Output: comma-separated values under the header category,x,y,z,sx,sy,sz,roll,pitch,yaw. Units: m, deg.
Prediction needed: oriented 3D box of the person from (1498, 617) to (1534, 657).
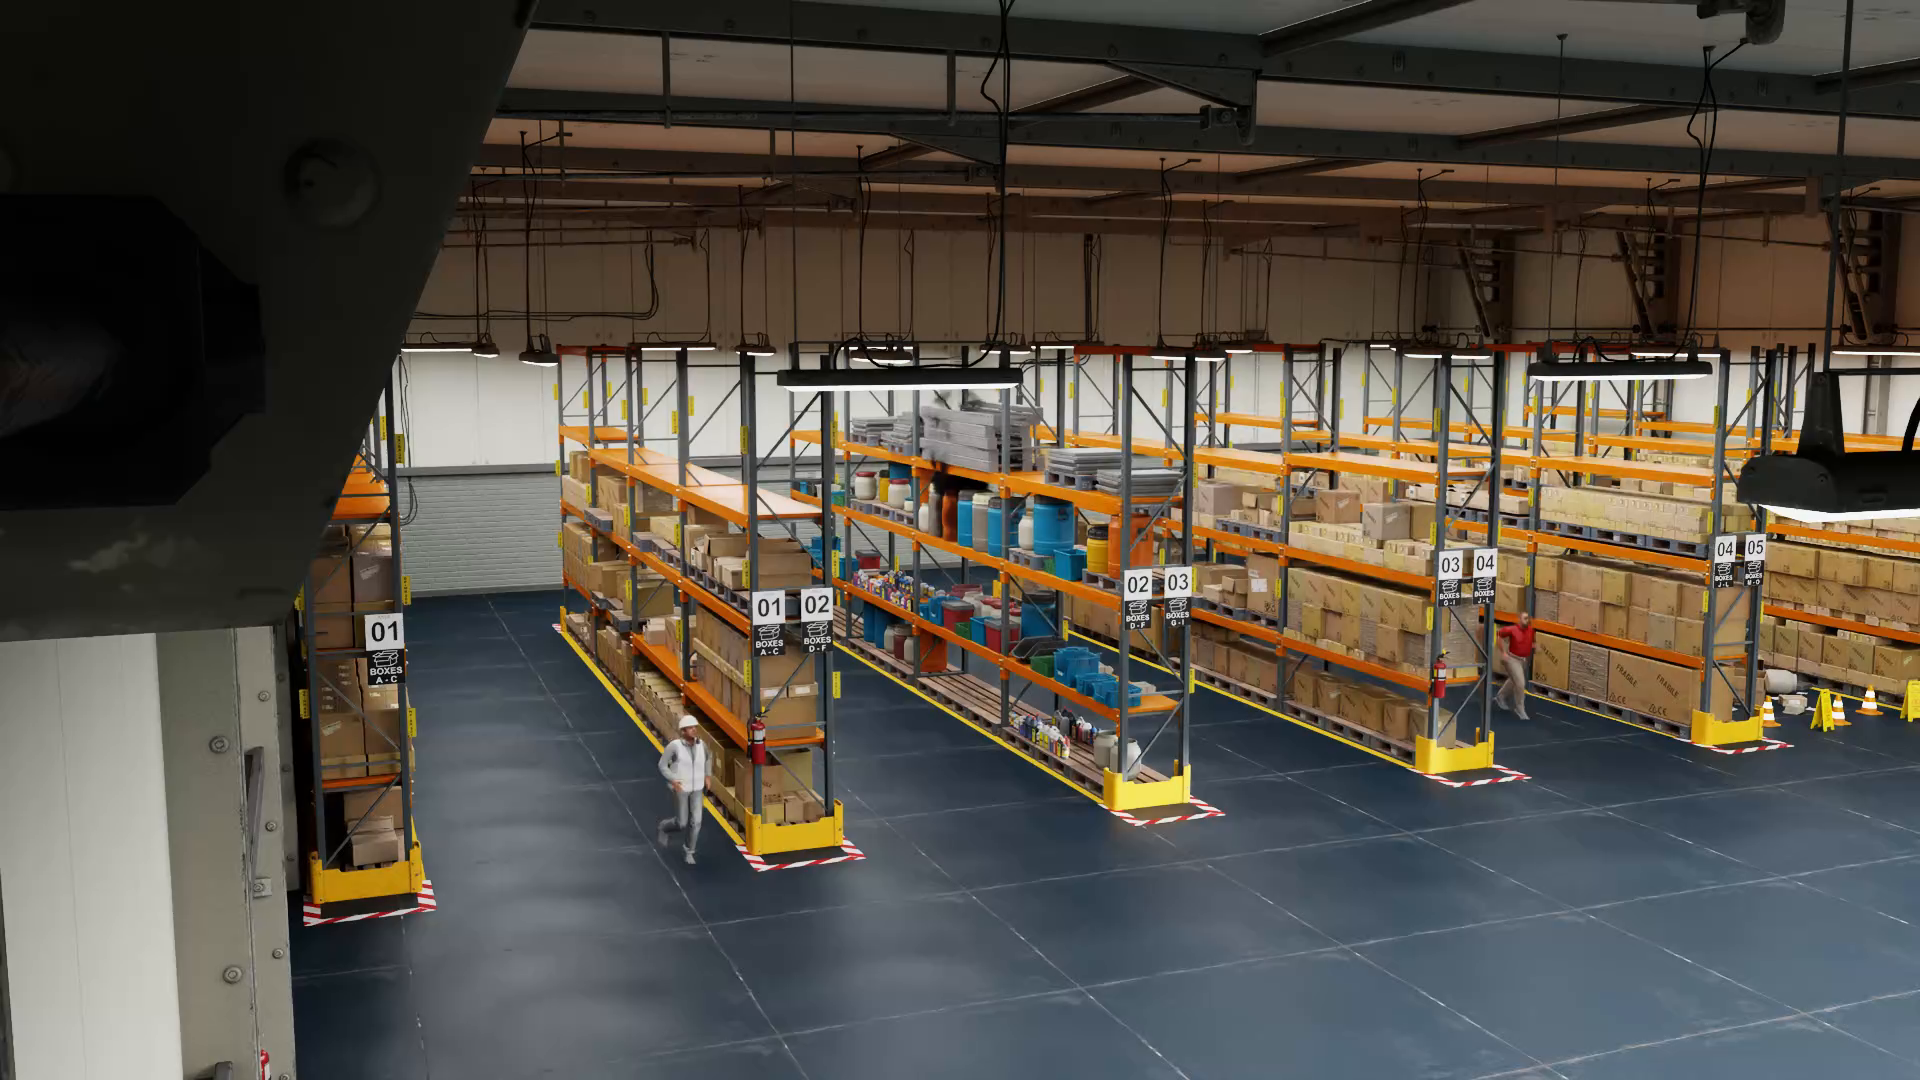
category,x,y,z,sx,sy,sz,roll,pitch,yaw
person,9.147,1.576,27.223,0.578,0.689,0.441,-5,9,-32

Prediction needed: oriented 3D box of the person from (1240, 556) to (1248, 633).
category,x,y,z,sx,sy,sz,roll,pitch,yaw
person,5.982,1.153,34.306,0.643,1.708,0.660,-3,8,-21

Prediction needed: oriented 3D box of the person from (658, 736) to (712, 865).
category,x,y,z,sx,sy,sz,roll,pitch,yaw
person,-3.285,3.089,19.987,0.692,1.525,0.670,-6,9,-37
